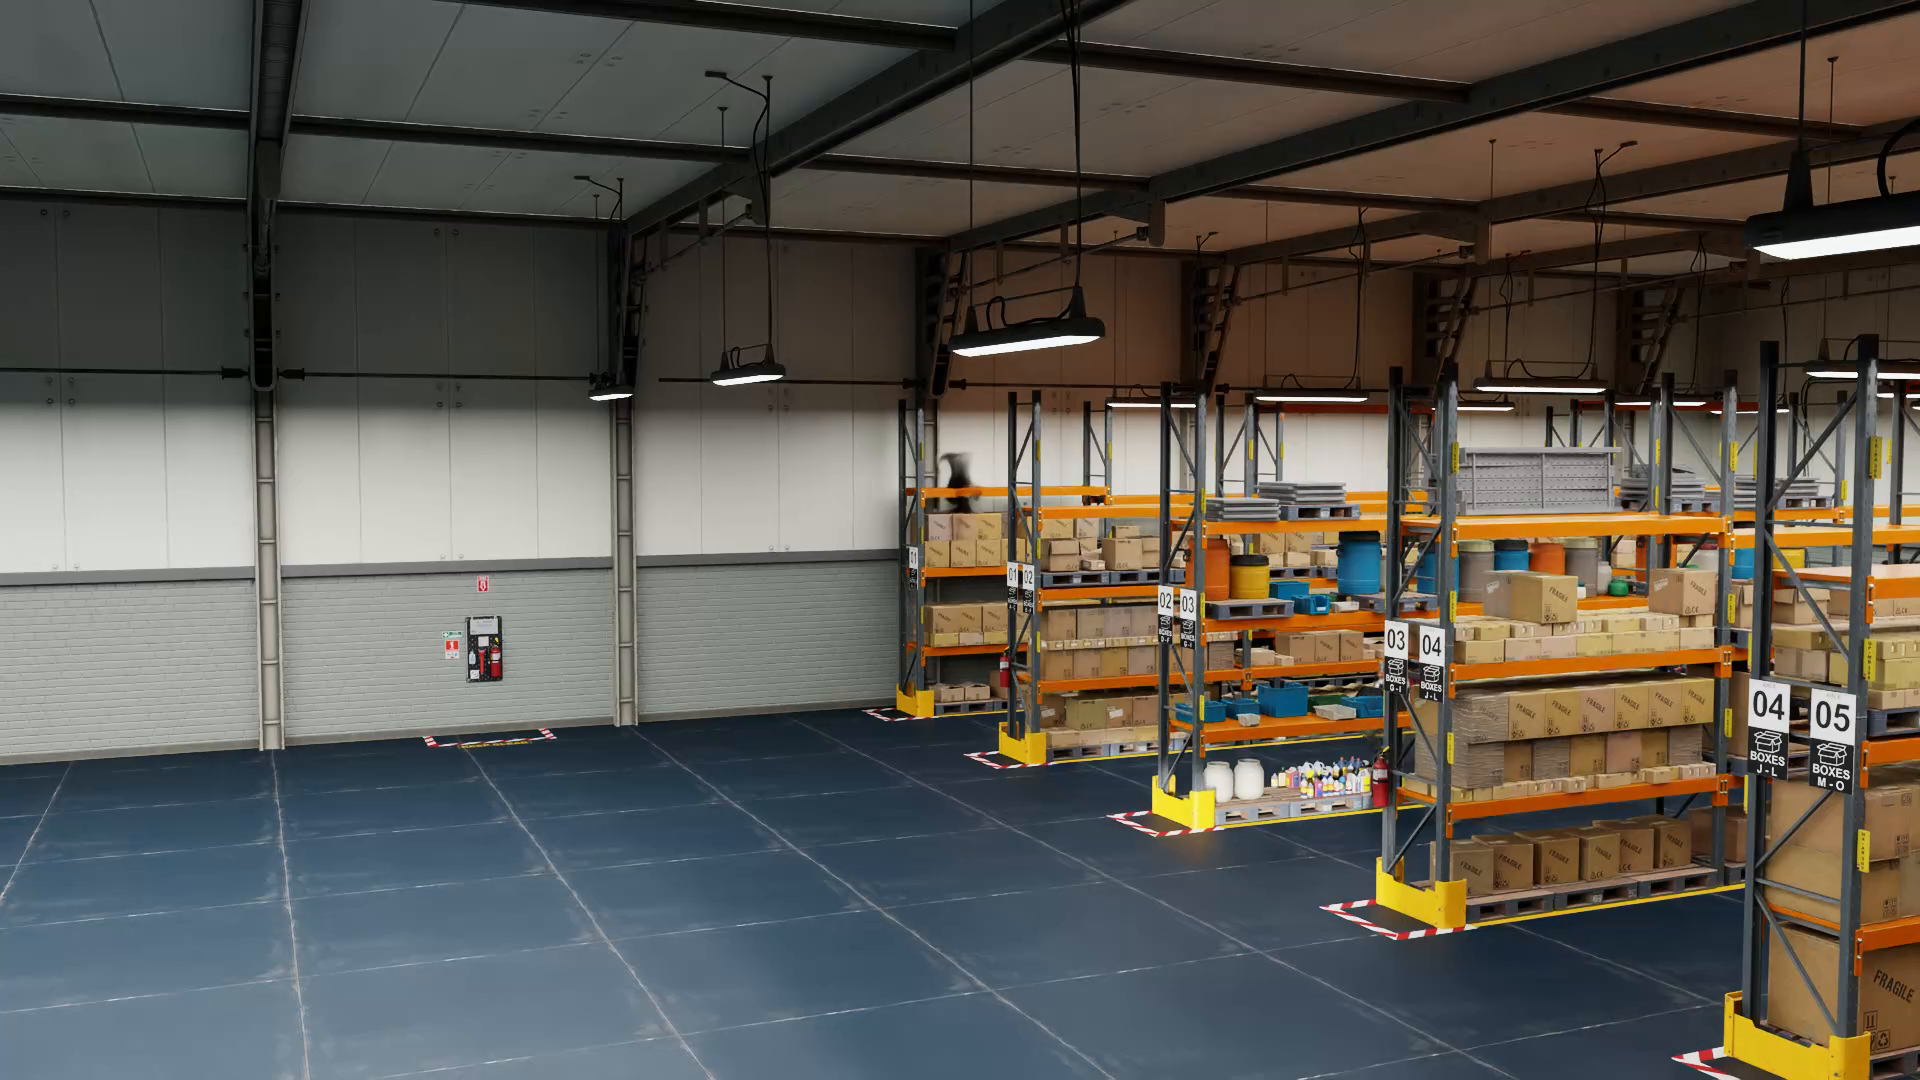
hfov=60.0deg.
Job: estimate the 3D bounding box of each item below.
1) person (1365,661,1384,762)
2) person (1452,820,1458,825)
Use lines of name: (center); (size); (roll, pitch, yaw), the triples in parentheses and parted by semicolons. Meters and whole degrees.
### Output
person: (6.741, 2.765, 26.485); (0.640, 1.678, 0.584); (-1, 4, -18)
person: (6.667, 2.975, 22.493); (0.665, 1.729, 0.734); (-2, 4, -35)
